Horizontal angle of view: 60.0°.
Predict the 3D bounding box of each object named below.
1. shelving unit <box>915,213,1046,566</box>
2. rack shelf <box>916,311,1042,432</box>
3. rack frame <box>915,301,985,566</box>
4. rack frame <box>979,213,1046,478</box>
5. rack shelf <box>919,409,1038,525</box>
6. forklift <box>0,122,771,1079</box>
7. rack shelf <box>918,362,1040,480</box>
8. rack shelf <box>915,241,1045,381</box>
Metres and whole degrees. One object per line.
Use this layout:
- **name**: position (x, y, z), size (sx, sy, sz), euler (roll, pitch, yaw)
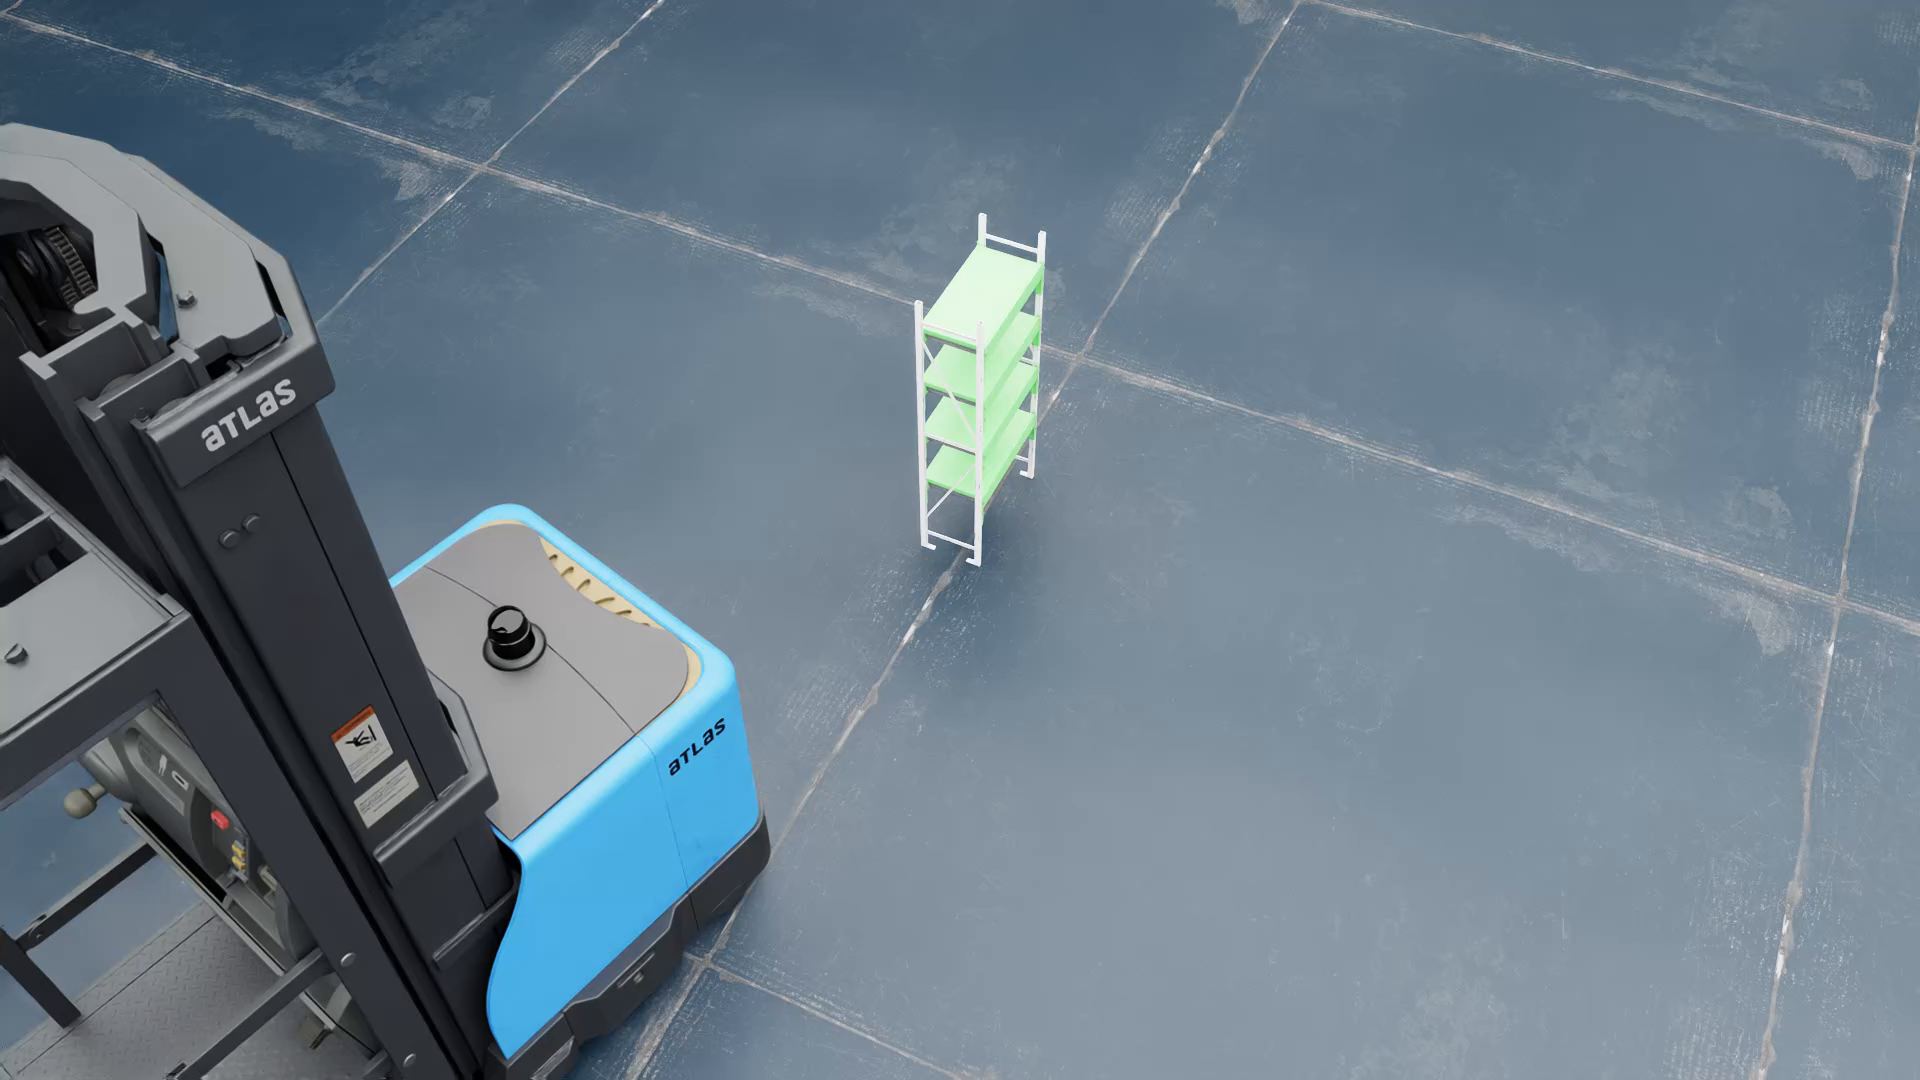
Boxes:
- **shelving unit**: position (0.071, -0.503, 5.890), size (0.258, 1.200, 0.503), euler (20, 52, 16)
- **rack shelf**: position (0.071, -0.617, 5.756), size (0.258, 0.148, 0.480), euler (20, 52, 16)
- **rack frame**: position (-0.034, -0.335, 5.747), size (0.240, 1.200, 0.015), euler (20, 52, 16)
- **rack frame**: position (0.175, -0.671, 6.033), size (0.240, 1.200, 0.015), euler (20, 52, 16)
- **rack shelf**: position (0.071, -0.306, 6.121), size (0.258, 0.148, 0.480), euler (20, 52, 16)
- **forklift**: position (-1.940, 0.706, 3.725), size (1.130, 2.935, 3.031), euler (33, 57, 25)
- **rack shelf**: position (0.071, -0.461, 5.939), size (0.258, 0.148, 0.480), euler (20, 52, 16)
- **rack shelf**: position (0.071, -0.772, 5.573), size (0.258, 0.148, 0.480), euler (20, 52, 16)
